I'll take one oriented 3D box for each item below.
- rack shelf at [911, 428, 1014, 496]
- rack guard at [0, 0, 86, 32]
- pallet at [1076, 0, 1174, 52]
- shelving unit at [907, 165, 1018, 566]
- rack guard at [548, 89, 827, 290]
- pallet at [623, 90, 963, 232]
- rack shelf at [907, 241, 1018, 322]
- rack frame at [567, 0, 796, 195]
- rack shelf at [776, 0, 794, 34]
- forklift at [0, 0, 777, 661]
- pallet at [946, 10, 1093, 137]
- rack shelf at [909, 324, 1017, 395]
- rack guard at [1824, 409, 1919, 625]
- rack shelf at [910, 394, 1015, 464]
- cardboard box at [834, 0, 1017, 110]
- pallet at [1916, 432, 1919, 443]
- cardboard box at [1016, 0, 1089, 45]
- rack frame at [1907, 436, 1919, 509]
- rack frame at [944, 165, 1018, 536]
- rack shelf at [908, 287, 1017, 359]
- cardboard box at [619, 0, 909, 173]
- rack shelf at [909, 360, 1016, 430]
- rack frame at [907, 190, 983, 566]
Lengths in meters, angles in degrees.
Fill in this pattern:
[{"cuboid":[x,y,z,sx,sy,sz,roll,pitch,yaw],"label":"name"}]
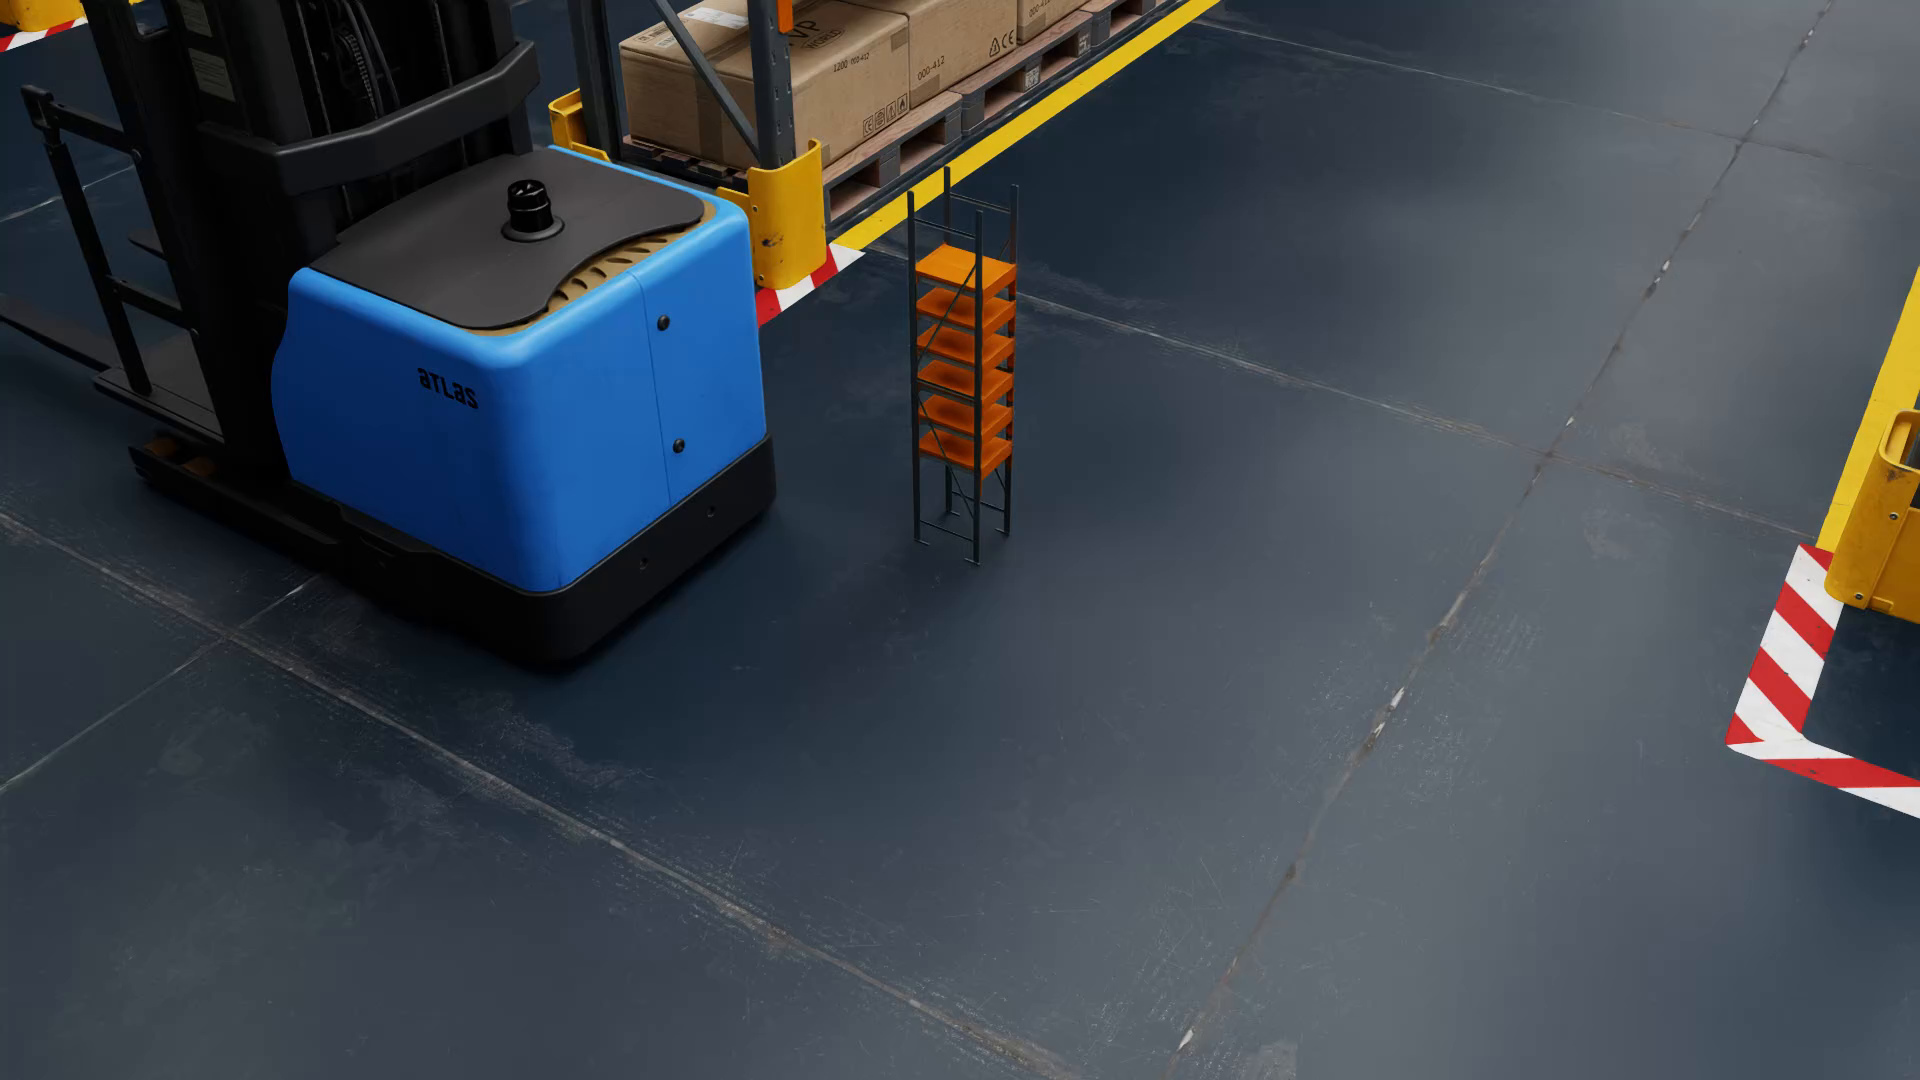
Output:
[{"cuboid":[0.008,-0.257,5.067,0.258,0.103,0.180,21,42,25],"label":"rack shelf"},{"cuboid":[-5.238,-3.116,8.883,1.175,0.500,0.348,21,42,25],"label":"rack guard"},{"cuboid":[0.584,-3.036,9.016,1.003,0.211,1.213,21,42,25],"label":"pallet"},{"cuboid":[0.008,-0.483,4.893,0.258,1.200,0.189,21,42,25],"label":"shelving unit"},{"cuboid":[-1.098,-1.443,6.712,1.175,0.500,0.348,21,42,25],"label":"rack guard"},{"cuboid":[-0.723,-1.779,7.384,1.003,0.211,1.213,21,42,25],"label":"pallet"},{"cuboid":[0.008,-0.733,4.701,0.258,0.103,0.180,21,42,25],"label":"rack shelf"},{"cuboid":[-1.086,-2.445,5.965,1.000,3.000,0.127,21,42,25],"label":"rack frame"},{"cuboid":[-0.014,-3.191,7.522,1.077,0.370,4.000,21,42,25],"label":"rack shelf"},{"cuboid":[-2.099,-1.512,4.810,3.031,2.935,1.130,22,43,26],"label":"forklift"},{"cuboid":[-0.069,-2.405,8.197,1.003,0.211,1.213,21,42,25],"label":"pallet"},{"cuboid":[0.008,-0.543,4.847,0.258,0.103,0.180,21,42,25],"label":"rack shelf"},{"cuboid":[3.189,0.073,4.746,1.175,0.500,0.348,21,42,25],"label":"rack guard"},{"cuboid":[0.008,-0.352,4.994,0.258,0.103,0.180,21,42,25],"label":"rack shelf"},{"cuboid":[-0.333,-2.444,7.718,0.875,0.438,0.875,22,43,26],"label":"cardboard box"},{"cuboid":[3.654,-0.220,5.363,1.003,0.211,1.213,21,42,25],"label":"pallet"},{"cuboid":[0.151,-2.909,8.321,0.875,0.438,0.875,20,42,24],"label":"cardboard box"},{"cuboid":[3.148,-0.878,3.932,1.000,3.000,0.127,21,42,25],"label":"rack frame"},{"cuboid":[0.057,-0.530,4.955,0.240,1.200,0.006,21,42,25],"label":"rack frame"},{"cuboid":[0.008,-0.638,4.774,0.258,0.103,0.180,21,42,25],"label":"rack shelf"},{"cuboid":[-0.816,-1.970,7.103,0.875,0.438,0.875,20,42,24],"label":"cardboard box"},{"cuboid":[0.008,-0.447,4.920,0.258,0.103,0.180,21,42,25],"label":"rack shelf"},{"cuboid":[-0.041,-0.435,4.832,0.240,1.200,0.006,21,42,25],"label":"rack frame"}]
